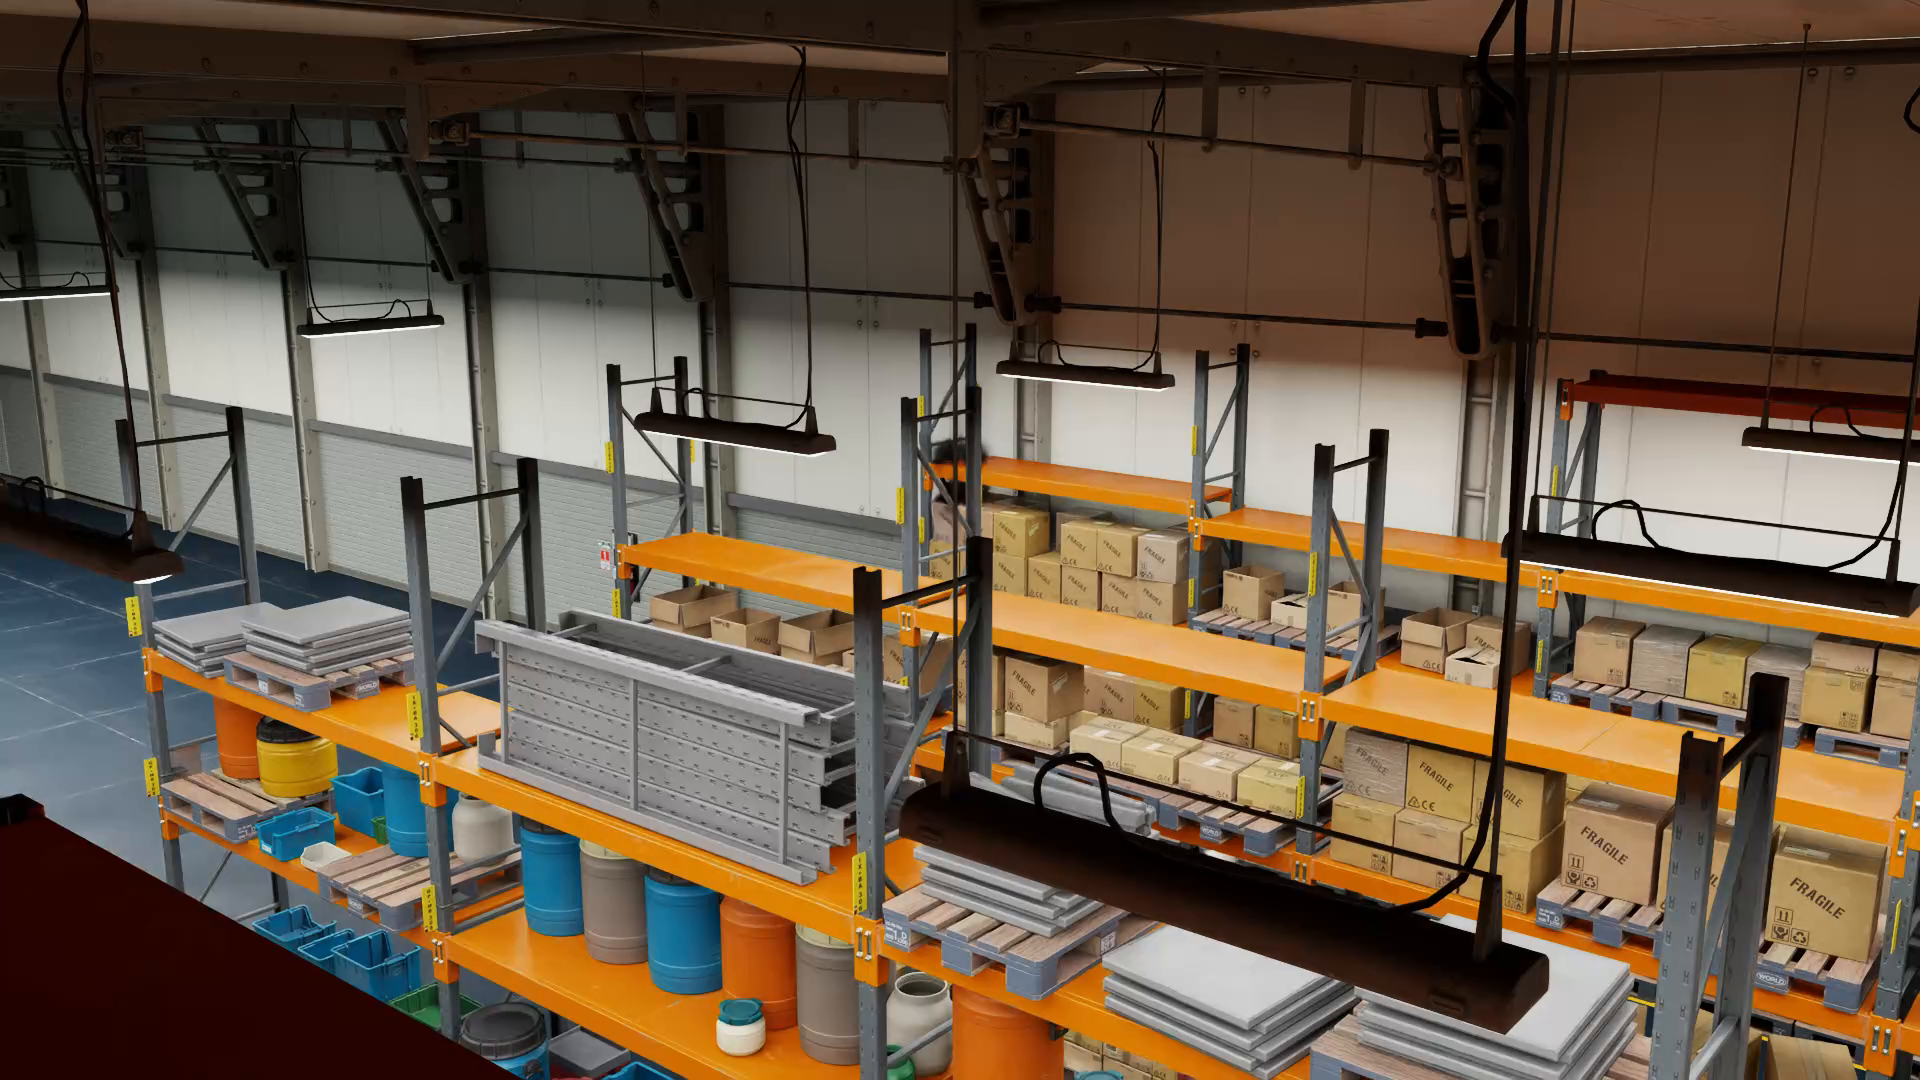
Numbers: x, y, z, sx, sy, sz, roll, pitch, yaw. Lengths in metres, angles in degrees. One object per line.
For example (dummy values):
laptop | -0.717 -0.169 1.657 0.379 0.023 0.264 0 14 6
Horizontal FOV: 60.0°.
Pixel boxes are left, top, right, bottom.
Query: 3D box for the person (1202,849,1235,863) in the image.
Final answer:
person | 2.448 3.587 16.464 0.919 1.738 0.713 9 16 36
